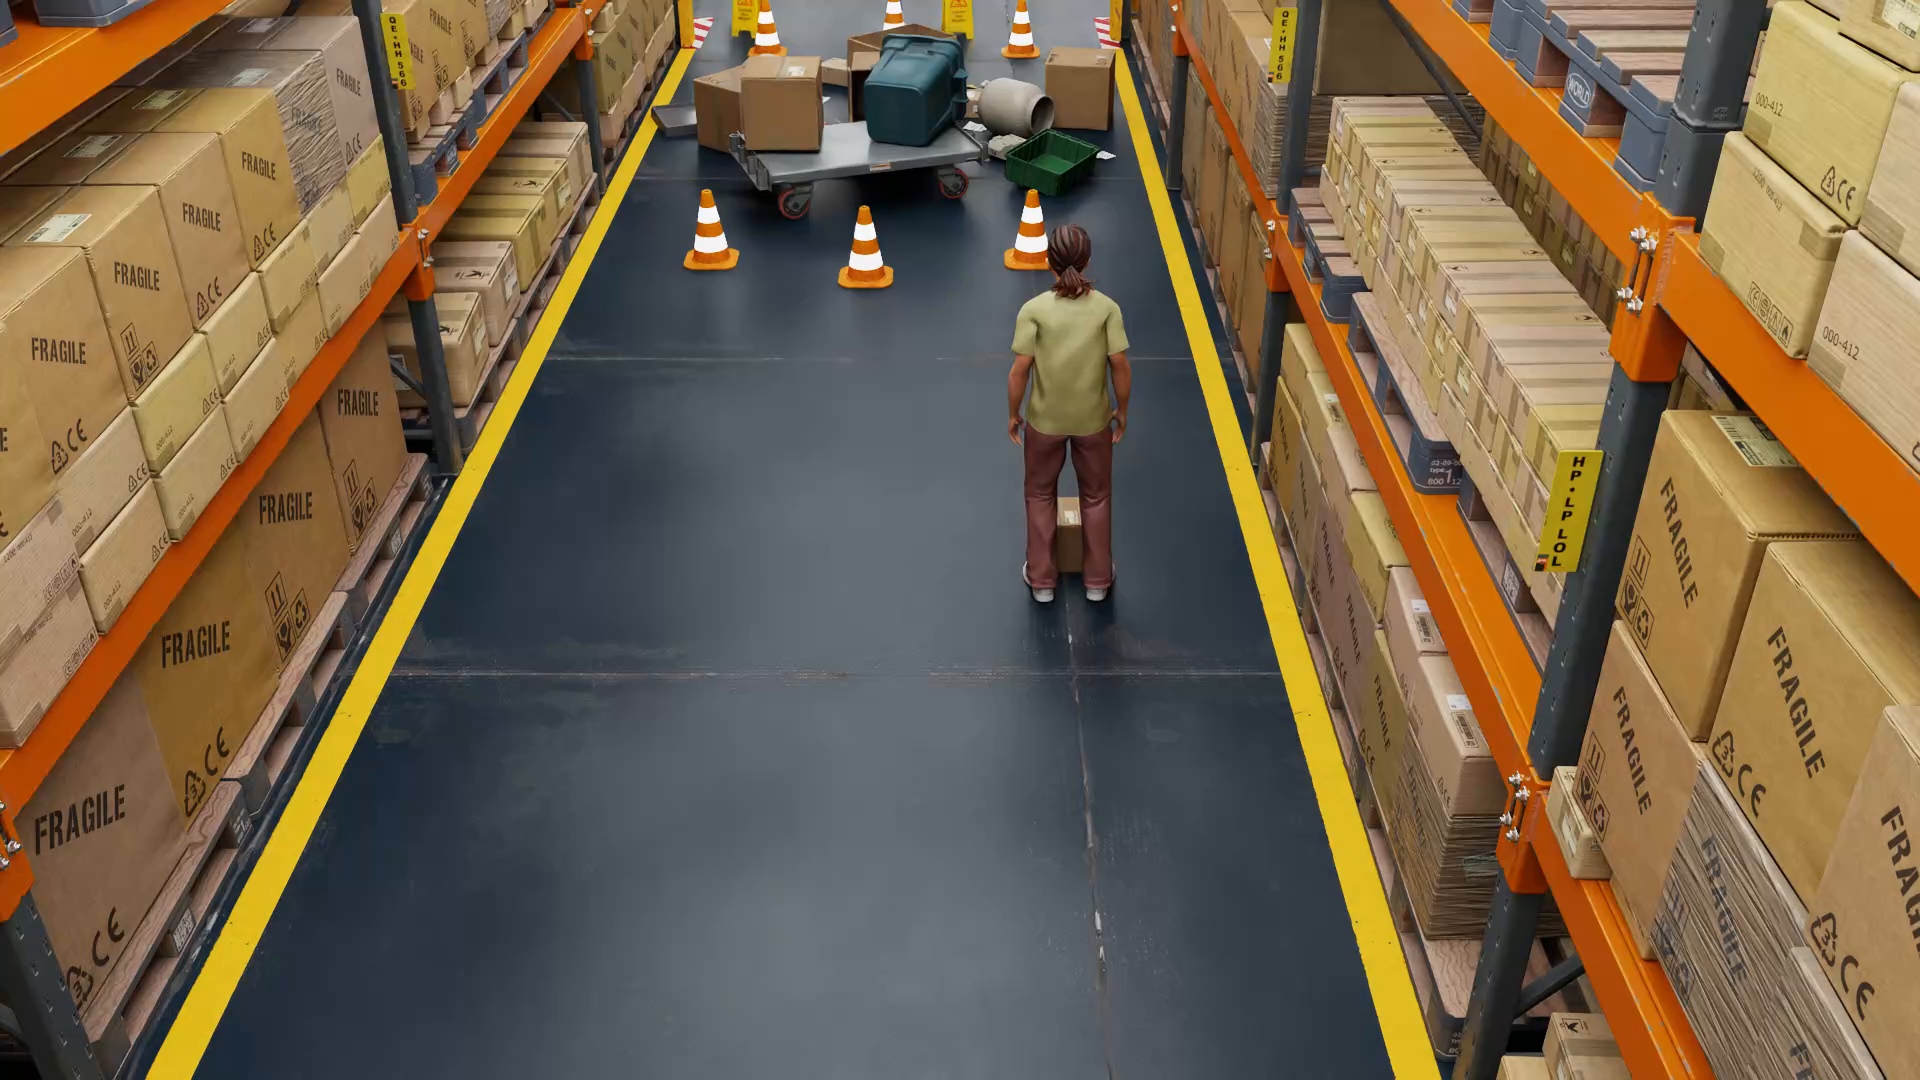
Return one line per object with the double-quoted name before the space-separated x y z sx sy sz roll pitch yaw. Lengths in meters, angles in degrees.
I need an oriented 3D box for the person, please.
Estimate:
"person" 0.449 -0.490 6.951 0.502 1.652 0.351 -1 32 -1
